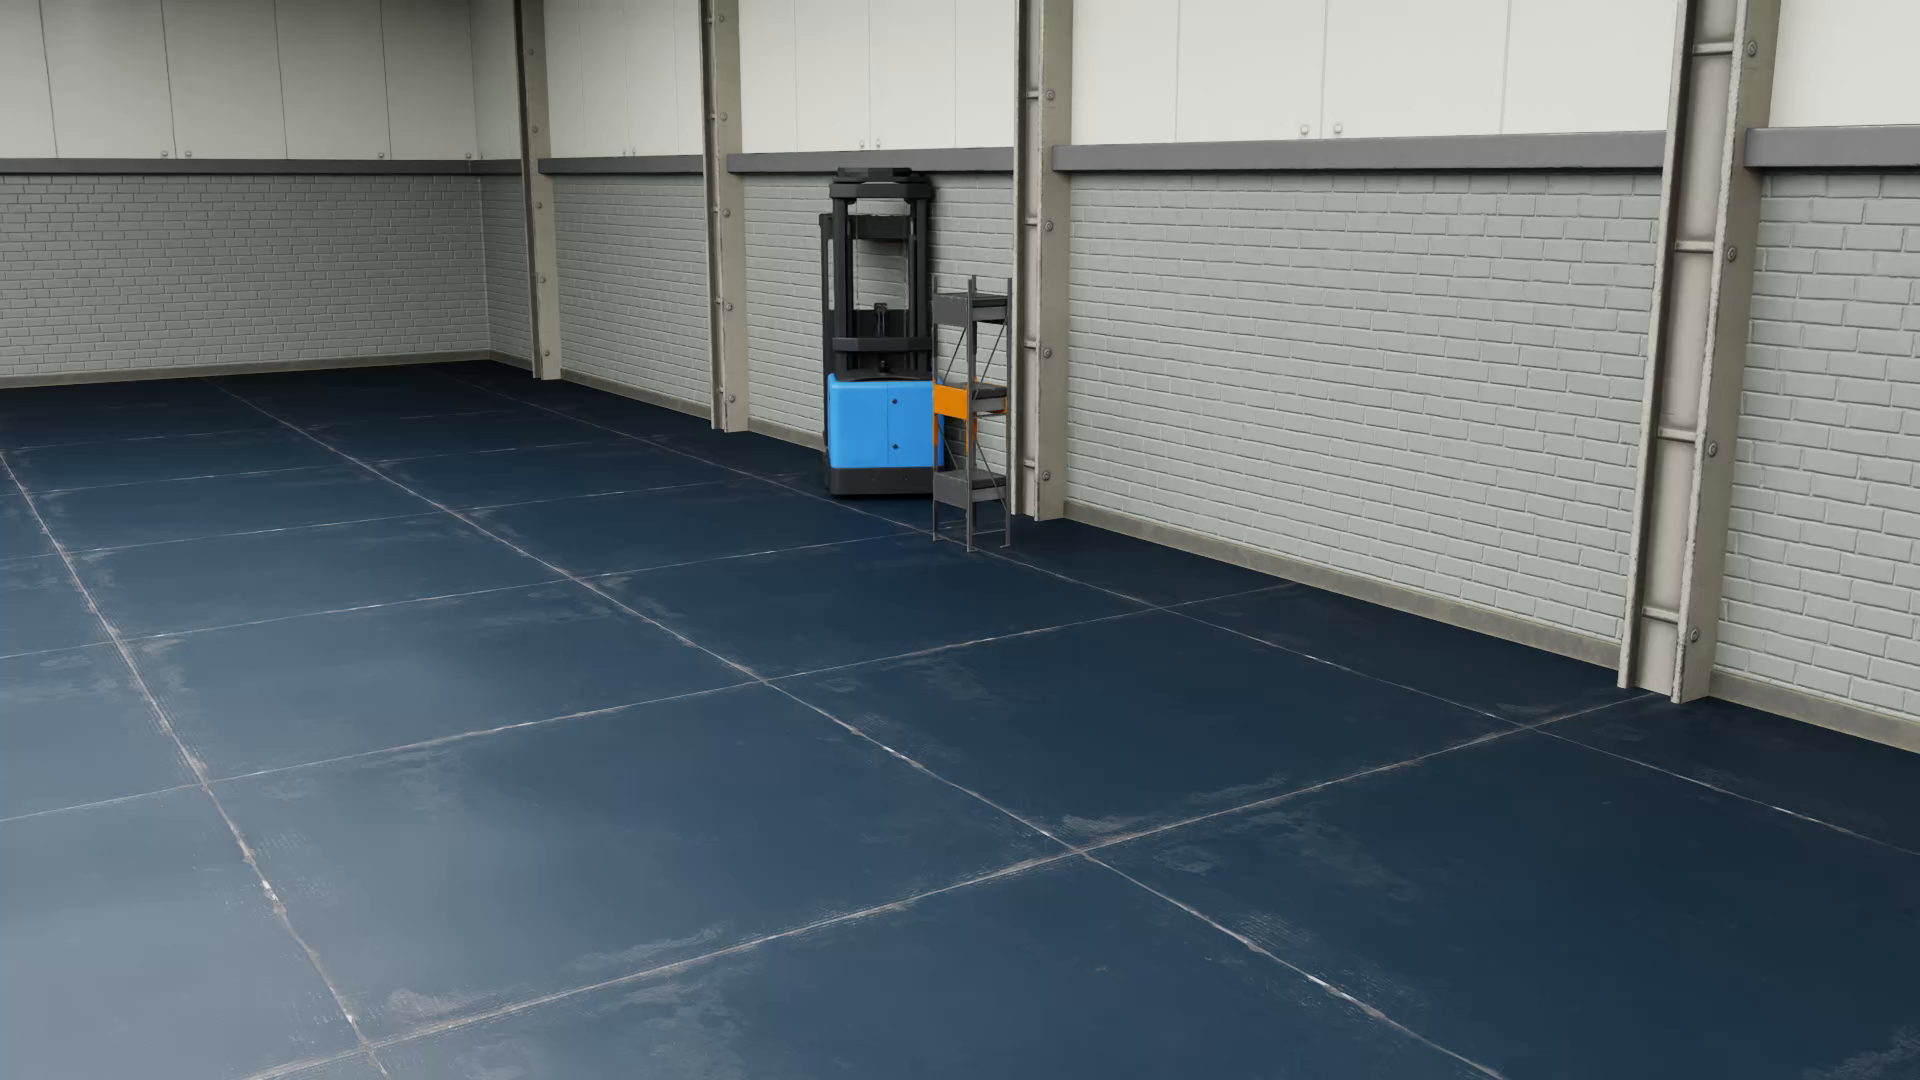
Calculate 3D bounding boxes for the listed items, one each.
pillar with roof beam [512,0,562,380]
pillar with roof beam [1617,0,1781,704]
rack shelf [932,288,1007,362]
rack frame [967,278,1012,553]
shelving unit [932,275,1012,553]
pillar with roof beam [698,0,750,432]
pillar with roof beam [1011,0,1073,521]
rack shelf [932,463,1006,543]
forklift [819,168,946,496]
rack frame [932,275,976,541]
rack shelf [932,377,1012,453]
[{"bbox_3d":[-9.554,-6.234,20.803,9.100,9.000,0.400,-8,15,-33],"label":"pillar with roof beam"},{"bbox_3d":[0.418,-3.032,6.164,9.100,9.000,0.400,-8,15,-33],"label":"pillar with roof beam"},{"bbox_3d":[0.092,-1.667,12.856,0.431,0.518,0.480,-8,15,-33],"label":"rack shelf"},{"bbox_3d":[0.227,-0.953,12.804,0.400,2.100,0.015,-8,15,-33],"label":"rack frame"},{"bbox_3d":[0.092,-0.996,13.003,0.431,2.100,0.503,-8,15,-33],"label":"shelving unit"},{"bbox_3d":[-6.230,-5.166,15.923,9.100,9.000,0.400,-8,15,-33],"label":"pillar with roof beam"},{"bbox_3d":[-2.906,-4.099,11.044,9.100,9.000,0.400,-8,15,-33],"label":"pillar with roof beam"},{"bbox_3d":[0.092,-0.299,13.155,0.431,0.518,0.480,-8,15,-33],"label":"rack shelf"},{"bbox_3d":[-0.794,-2.096,16.084,1.130,2.935,3.031,-1,12,-6],"label":"forklift"},{"bbox_3d":[-0.043,-1.040,13.201,0.400,2.100,0.015,-8,15,-33],"label":"rack frame"},{"bbox_3d":[0.092,-0.983,13.006,0.431,0.518,0.480,-8,15,-33],"label":"rack shelf"}]
